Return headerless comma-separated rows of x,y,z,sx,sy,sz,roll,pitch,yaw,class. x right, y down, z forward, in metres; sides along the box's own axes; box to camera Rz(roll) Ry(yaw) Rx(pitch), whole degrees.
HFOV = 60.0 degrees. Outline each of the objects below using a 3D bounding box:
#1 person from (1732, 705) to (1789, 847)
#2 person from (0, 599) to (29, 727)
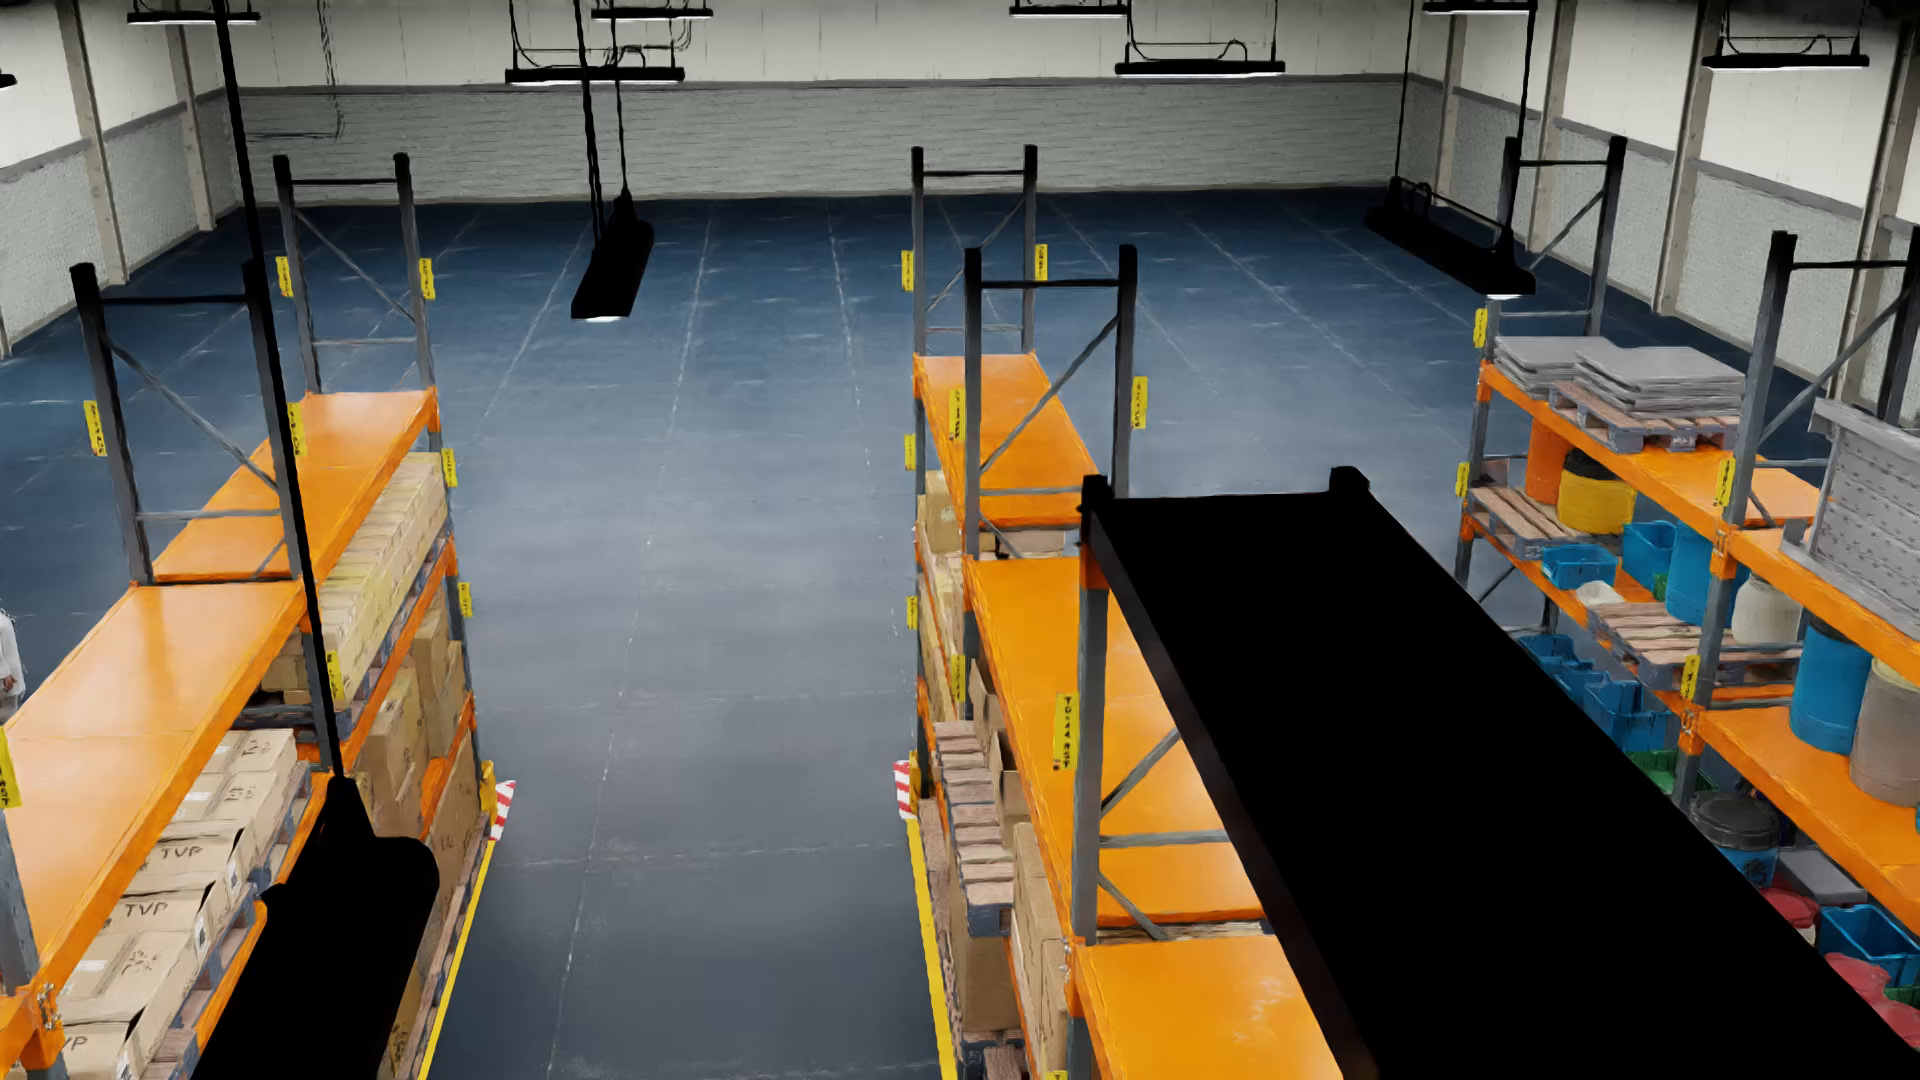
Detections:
6.930,2.100,14.272,0.479,1.496,1.090,-1,22,-4,person
-9.321,1.219,16.129,0.458,1.772,0.683,-14,25,-31,person
